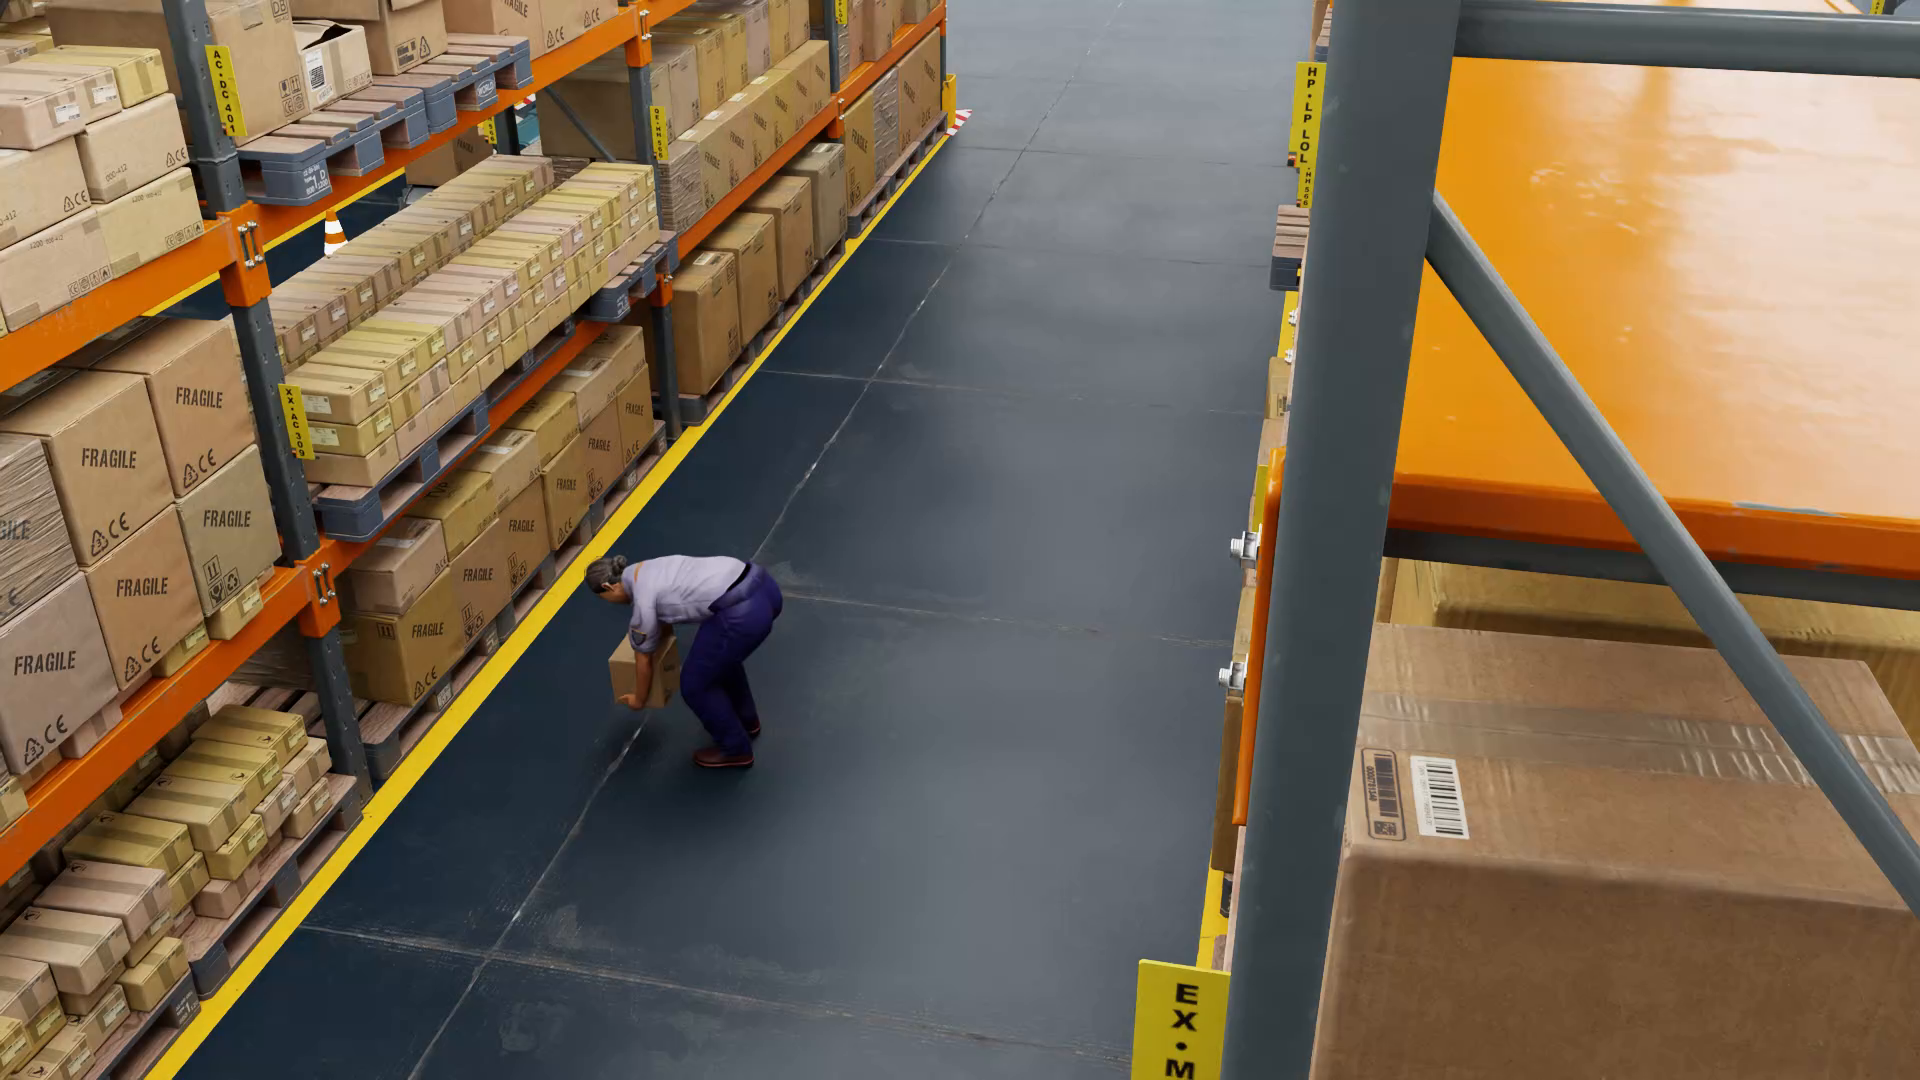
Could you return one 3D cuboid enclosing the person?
[{"bbox_3d":[-1.286,0.542,7.830,0.910,1.004,0.475,5,29,9],"label":"person"}]
